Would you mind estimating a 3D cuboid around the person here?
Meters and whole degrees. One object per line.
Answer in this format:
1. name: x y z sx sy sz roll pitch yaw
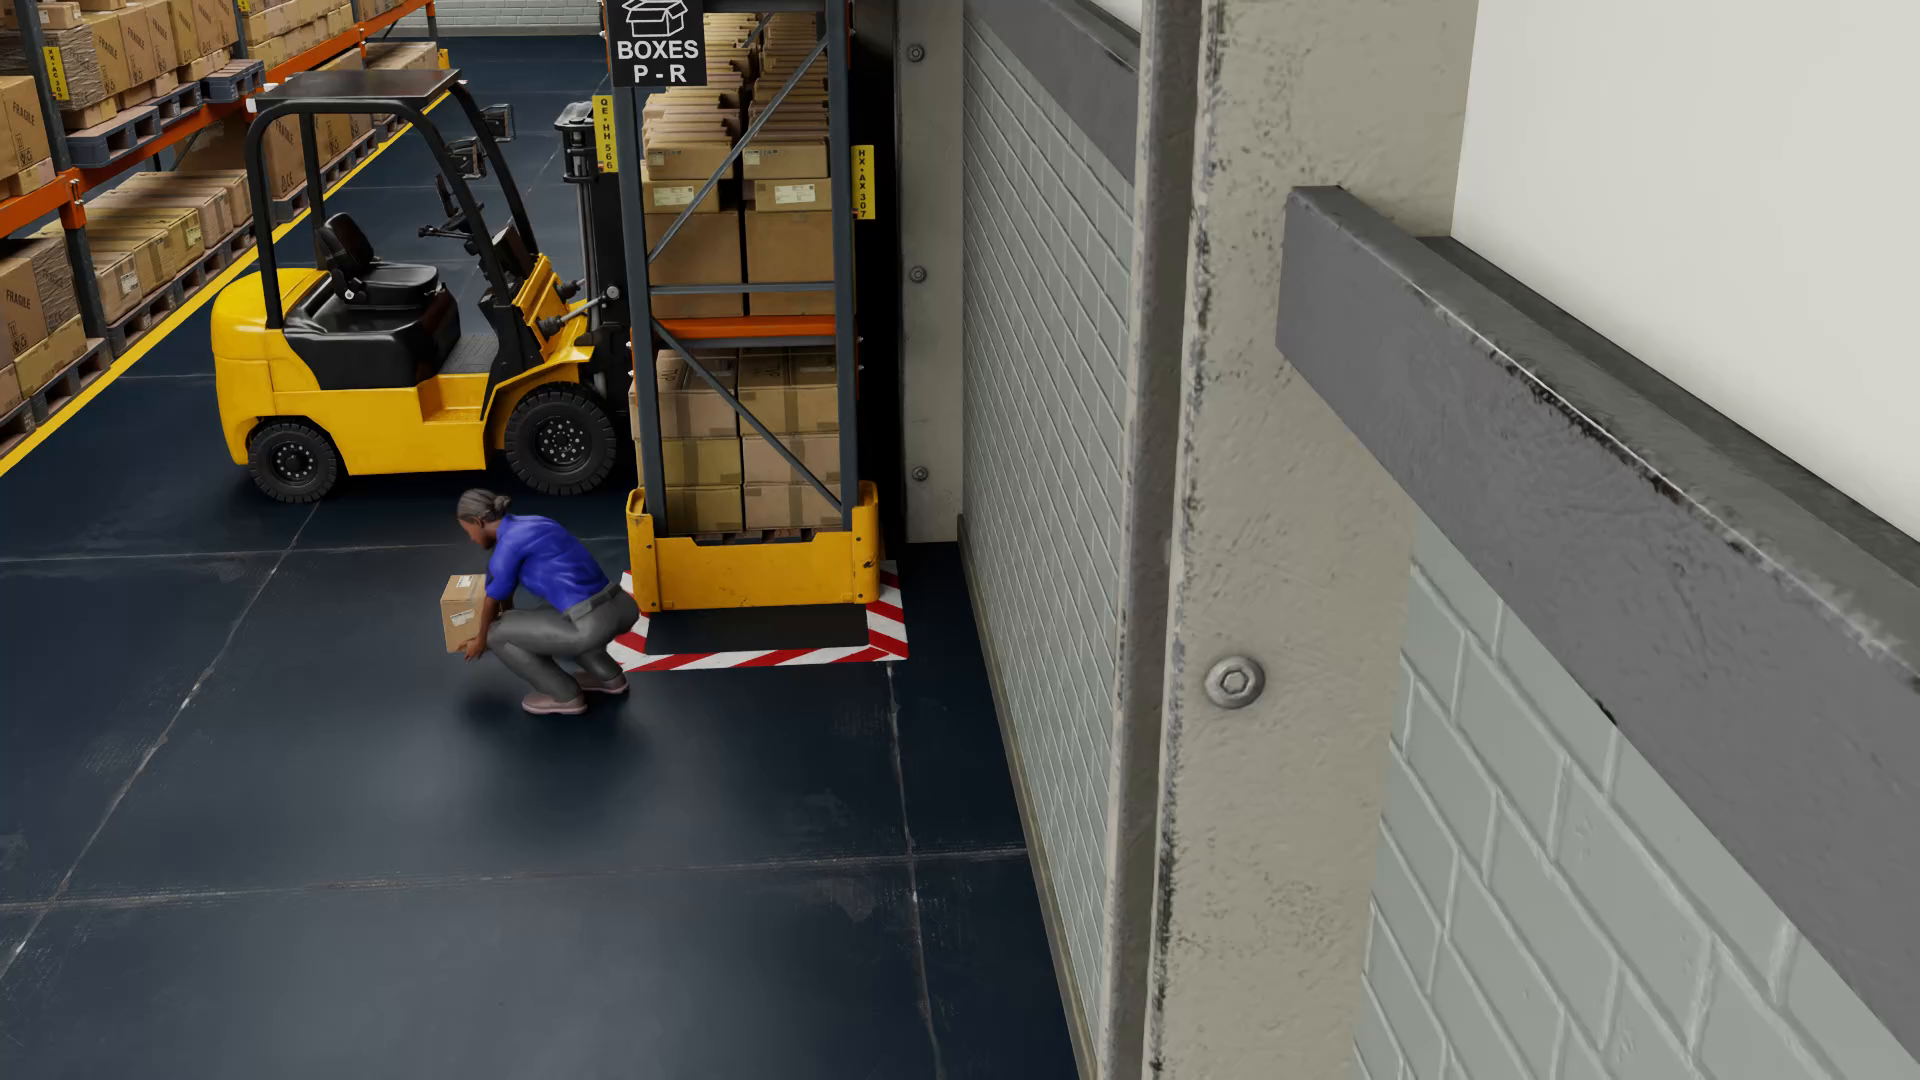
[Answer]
1. person: -1.787 0.235 6.977 0.879 0.946 0.454 9 25 19
